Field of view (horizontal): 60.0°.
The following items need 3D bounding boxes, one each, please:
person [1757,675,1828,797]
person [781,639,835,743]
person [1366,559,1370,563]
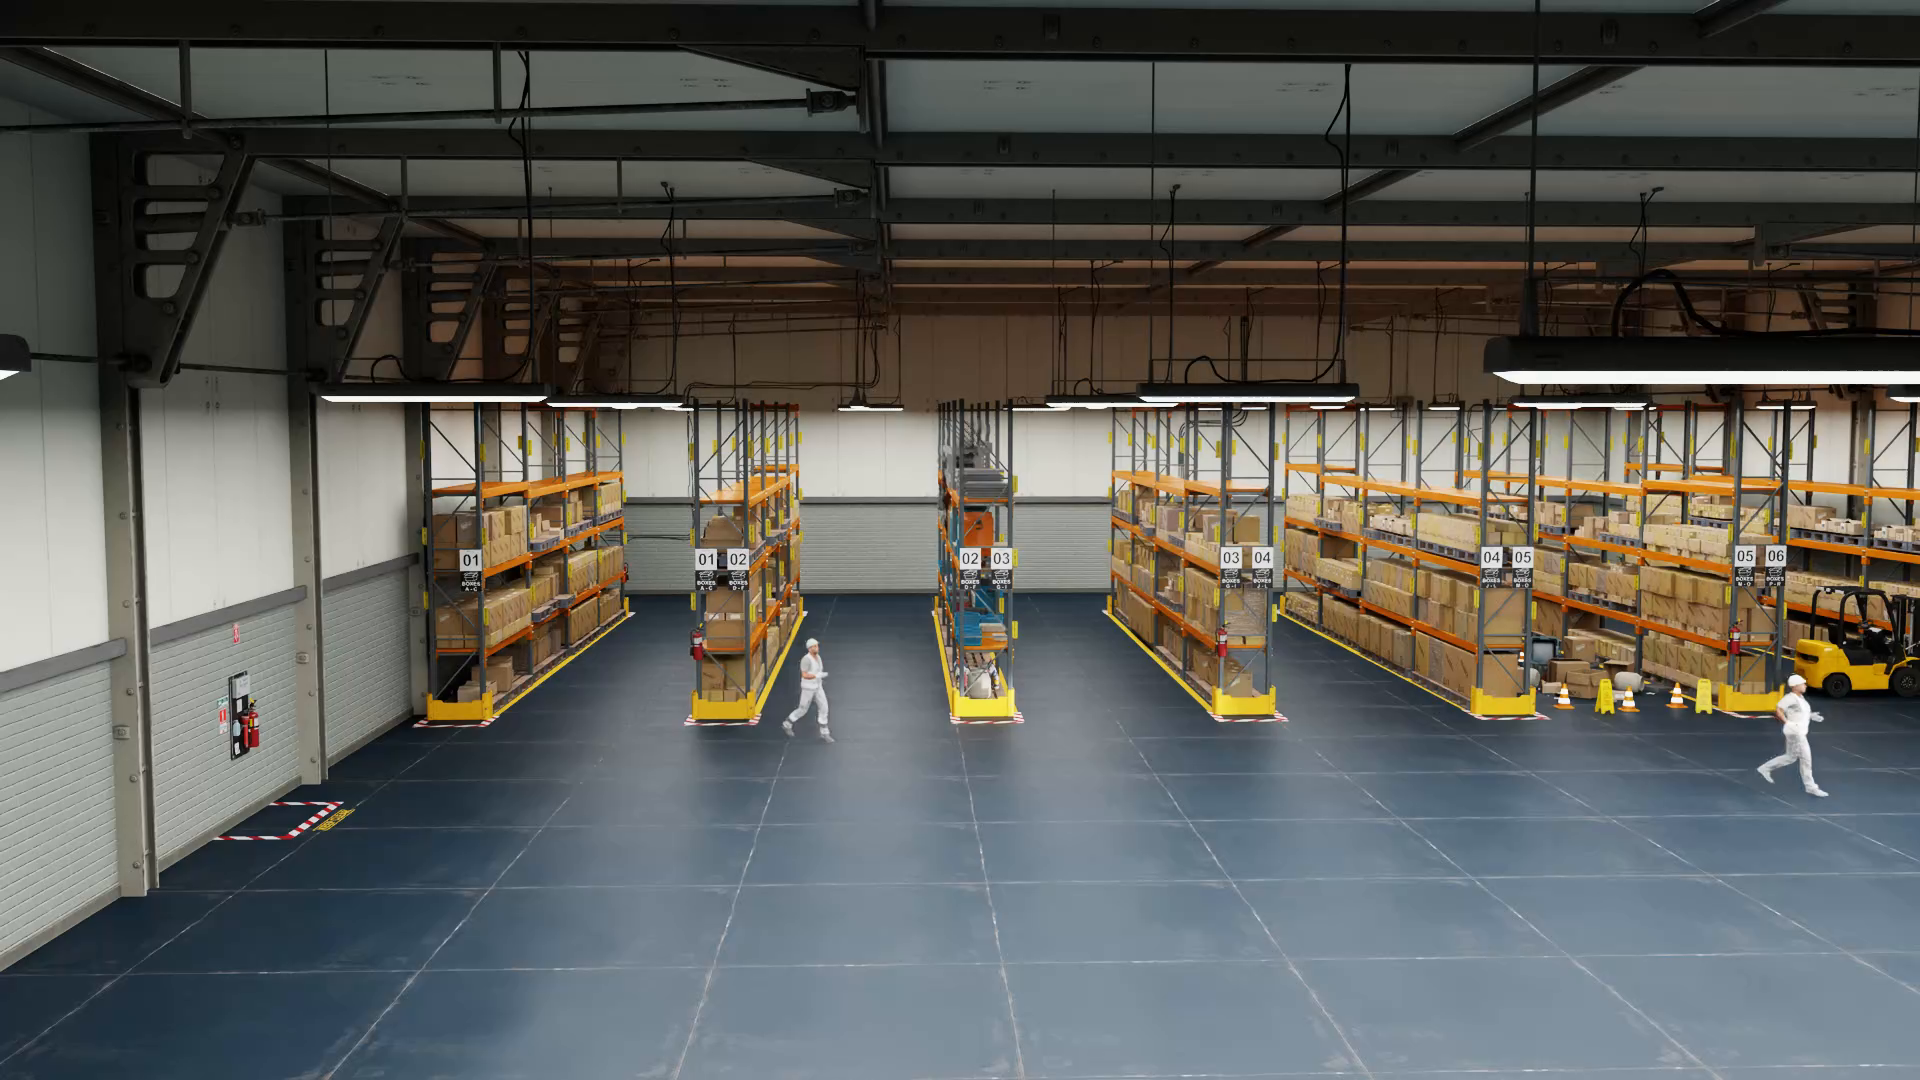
[{"bbox_3d":[12.565,2.922,25.053,0.987,1.791,0.682,3,5,31],"label":"person"},{"bbox_3d":[-2.635,2.618,29.064,0.978,1.816,0.672,2,5,29],"label":"person"},{"bbox_3d":[11.431,1.367,46.405,0.554,1.679,0.812,-1,4,-14],"label":"person"}]
